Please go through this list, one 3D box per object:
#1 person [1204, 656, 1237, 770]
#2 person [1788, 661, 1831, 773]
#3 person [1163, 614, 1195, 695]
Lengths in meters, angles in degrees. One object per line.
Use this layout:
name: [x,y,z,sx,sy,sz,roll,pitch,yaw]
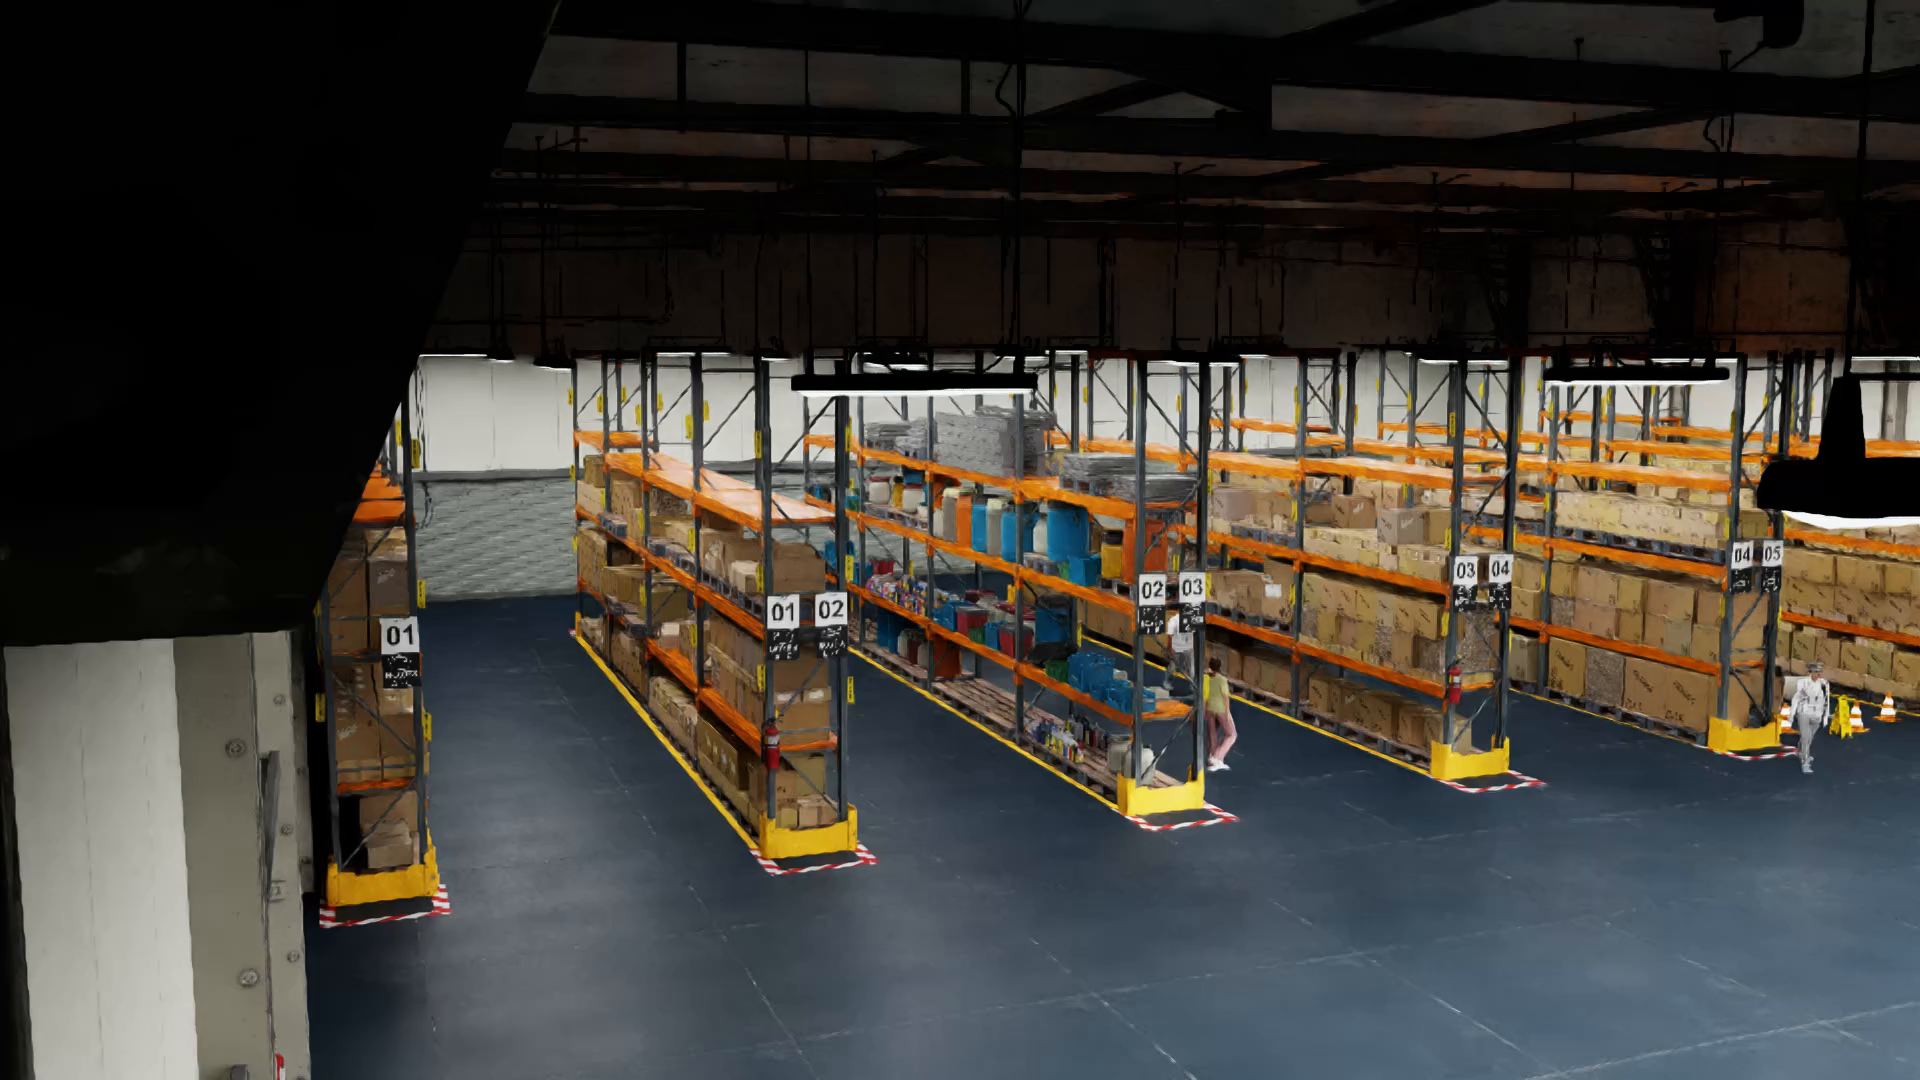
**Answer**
person: [3.720,2.516,24.073,0.493,1.671,0.435,6,9,41]
person: [12.367,2.527,24.213,0.521,1.606,0.939,0,7,1]
person: [3.884,1.878,29.037,0.577,1.691,1.121,-2,7,-18]
